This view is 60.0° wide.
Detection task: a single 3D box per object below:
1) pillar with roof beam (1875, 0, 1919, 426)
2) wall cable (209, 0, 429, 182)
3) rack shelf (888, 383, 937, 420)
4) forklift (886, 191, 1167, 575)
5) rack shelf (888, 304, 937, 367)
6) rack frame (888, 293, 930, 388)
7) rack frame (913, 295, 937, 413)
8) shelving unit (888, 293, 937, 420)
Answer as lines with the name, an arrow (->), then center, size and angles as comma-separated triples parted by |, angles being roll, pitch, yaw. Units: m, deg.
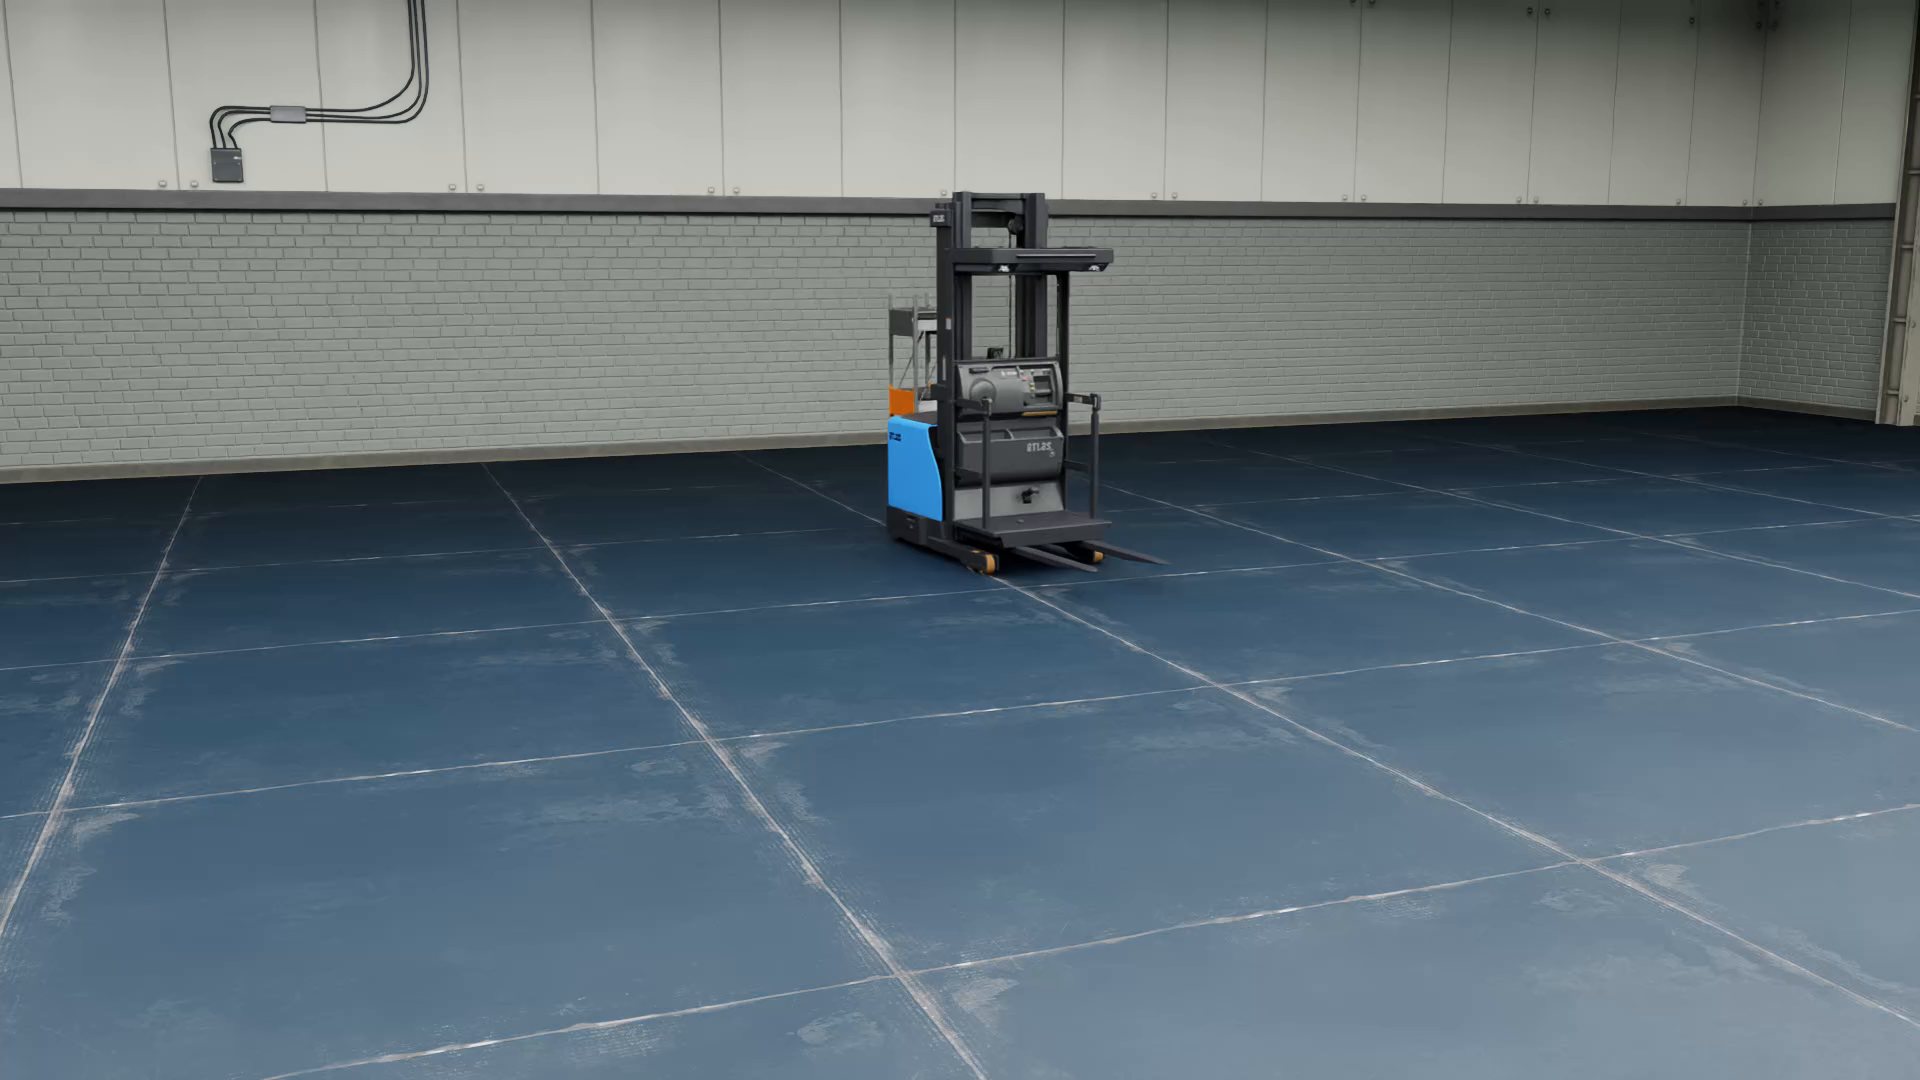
pillar with roof beam -> 9.303, -5.806, 21.367 | 9.100, 9.000, 0.400 | -4, 11, -21
wall cable -> -7.025, -6.920, 17.915 | 2.305, 6.003, 0.169 | -4, 11, -21
rack shelf -> -0.337, -1.113, 14.758 | 0.431, 0.518, 0.480 | -5, 11, -28
forklift -> 0.509, -1.261, 13.142 | 1.130, 2.935, 3.031 | -5, 11, -28
rack shelf -> -0.337, -1.802, 14.636 | 0.431, 0.518, 0.480 | -5, 11, -28
rack frame -> -0.454, -1.164, 14.967 | 0.400, 2.100, 0.015 | -5, 11, -28
rack frame -> -0.221, -1.089, 14.545 | 0.400, 2.100, 0.015 | -5, 11, -28
shelving unit -> -0.337, -1.126, 14.756 | 0.431, 2.100, 0.503 | -5, 11, -28
